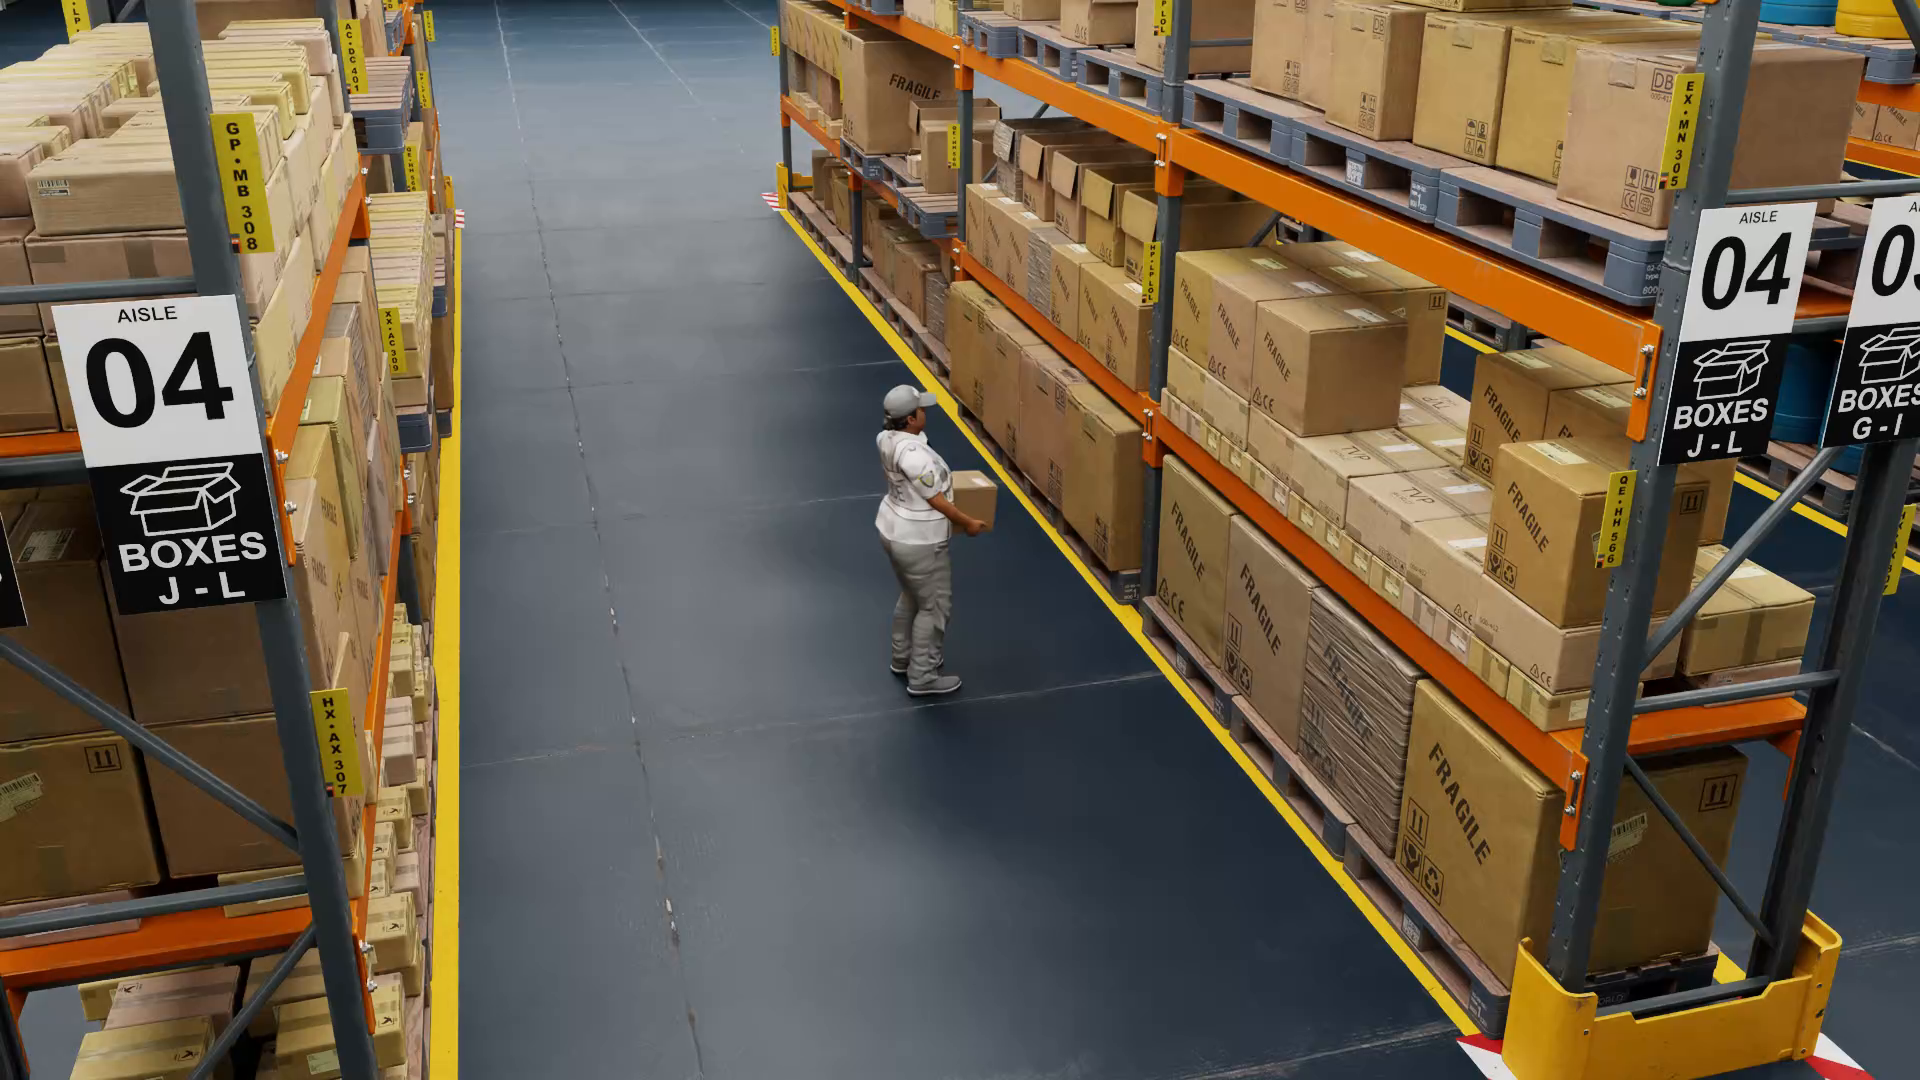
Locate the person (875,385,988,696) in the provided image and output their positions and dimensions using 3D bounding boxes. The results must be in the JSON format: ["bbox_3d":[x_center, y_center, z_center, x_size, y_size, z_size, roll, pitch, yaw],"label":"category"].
[{"bbox_3d":[-0.156,-0.021,8.654,0.541,1.653,0.453,-9,25,-20],"label":"person"}]
